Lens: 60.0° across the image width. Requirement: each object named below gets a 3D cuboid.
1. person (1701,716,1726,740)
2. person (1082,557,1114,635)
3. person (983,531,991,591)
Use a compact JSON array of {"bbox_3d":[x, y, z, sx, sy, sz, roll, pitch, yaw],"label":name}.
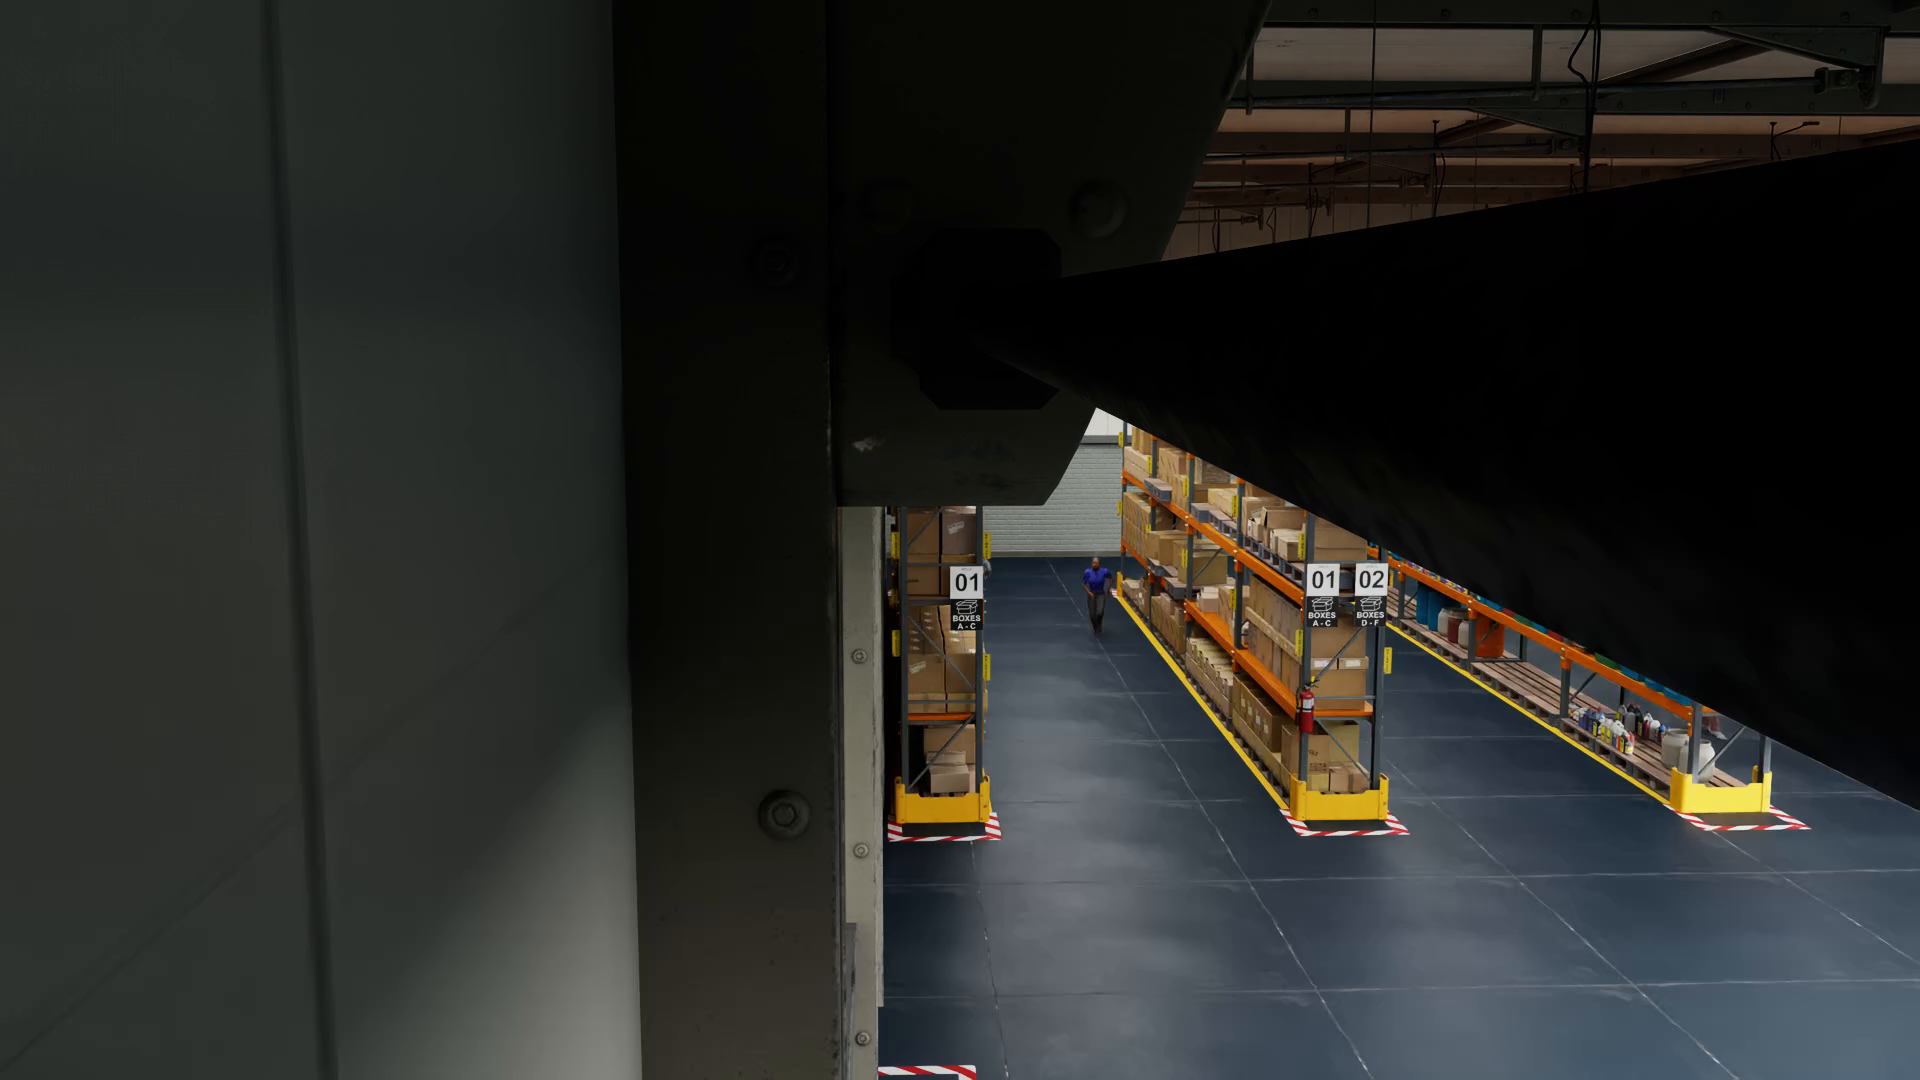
[{"bbox_3d":[11.223,2.064,24.650,0.581,1.686,0.684,-2,8,-11],"label":"person"},{"bbox_3d":[2.647,1.078,31.962,0.607,1.563,0.737,1,8,7],"label":"person"},{"bbox_3d":[0.436,0.337,37.006,0.623,1.623,0.457,-7,11,-41],"label":"person"}]
